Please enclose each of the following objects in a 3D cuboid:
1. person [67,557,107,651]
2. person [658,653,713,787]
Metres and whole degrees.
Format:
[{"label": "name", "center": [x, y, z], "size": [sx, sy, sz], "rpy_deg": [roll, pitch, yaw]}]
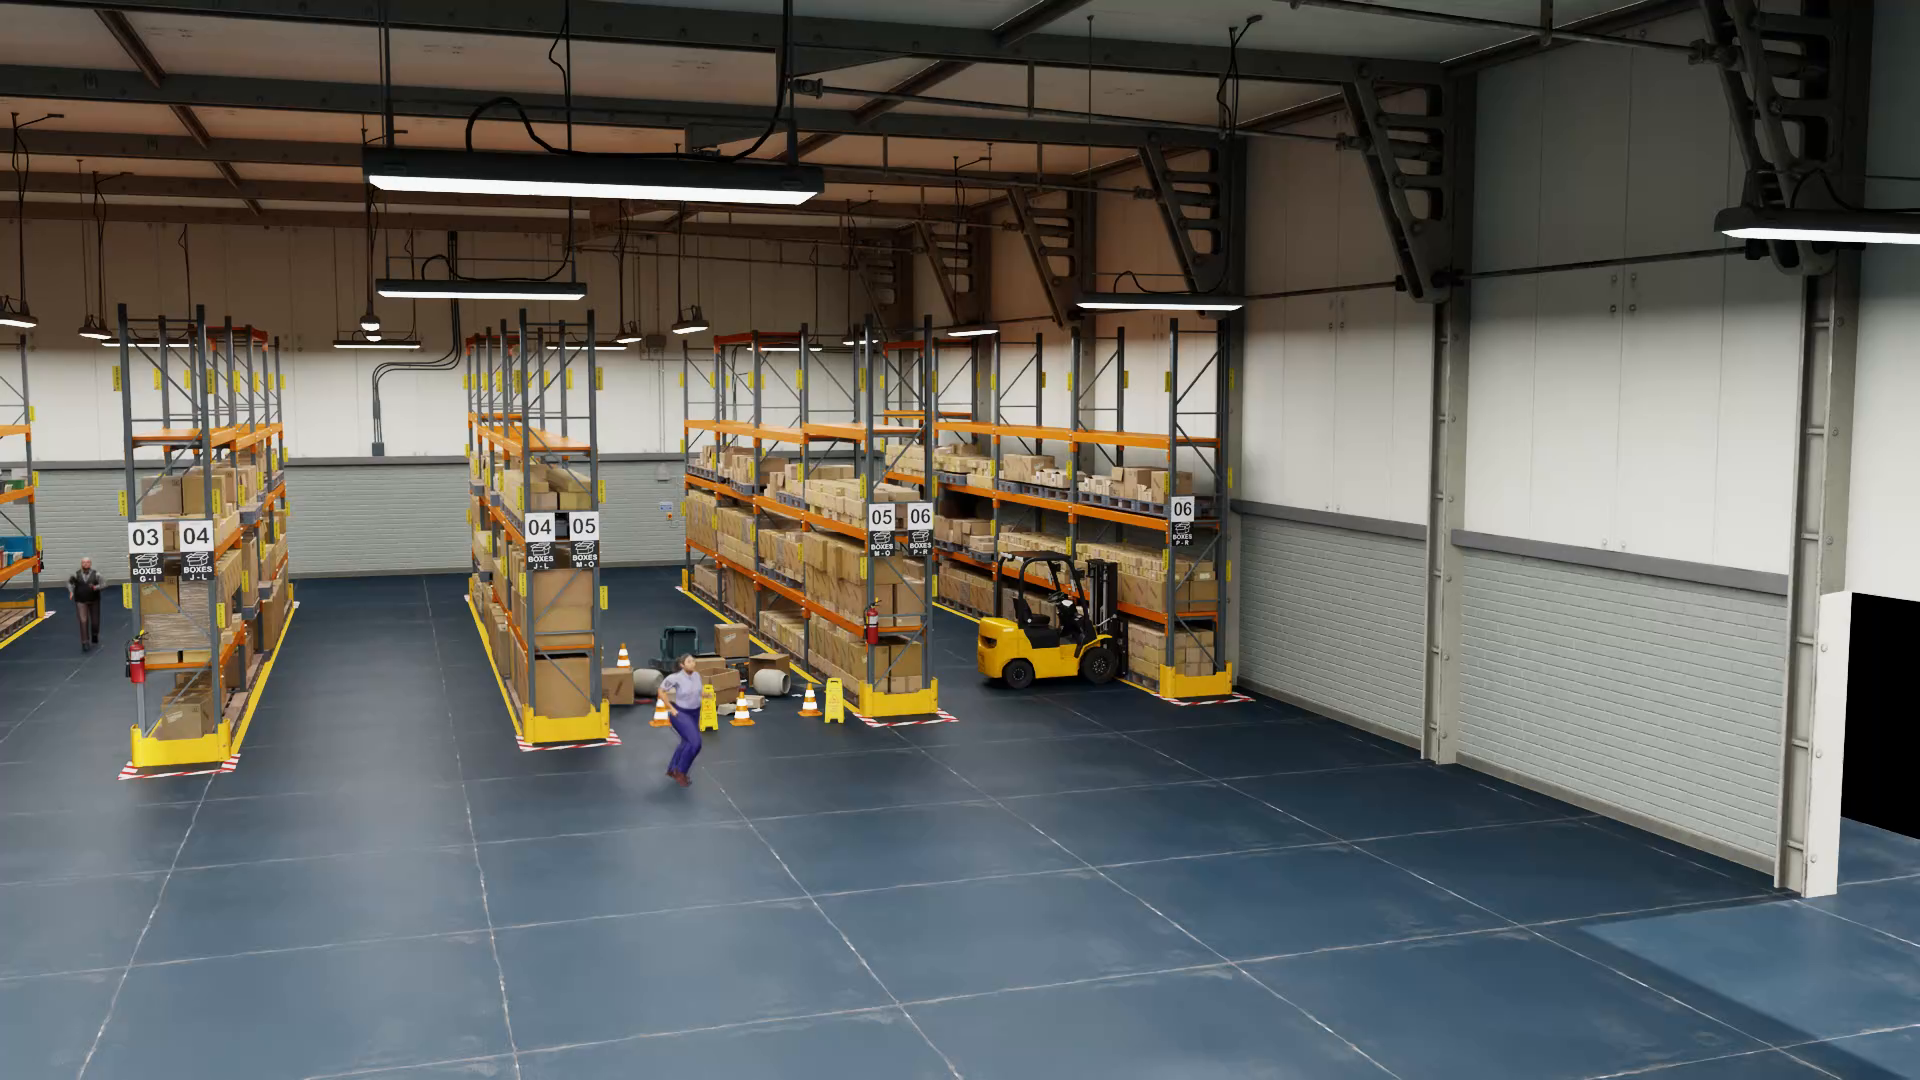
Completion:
[{"label": "person", "center": [-16.327, 1.173, 31.122], "size": [0.657, 1.705, 0.971], "rpy_deg": [-3, 6, -28]}, {"label": "person", "center": [-3.384, 2.253, 20.740], "size": [0.676, 1.654, 0.575], "rpy_deg": [3, 6, 30]}]
